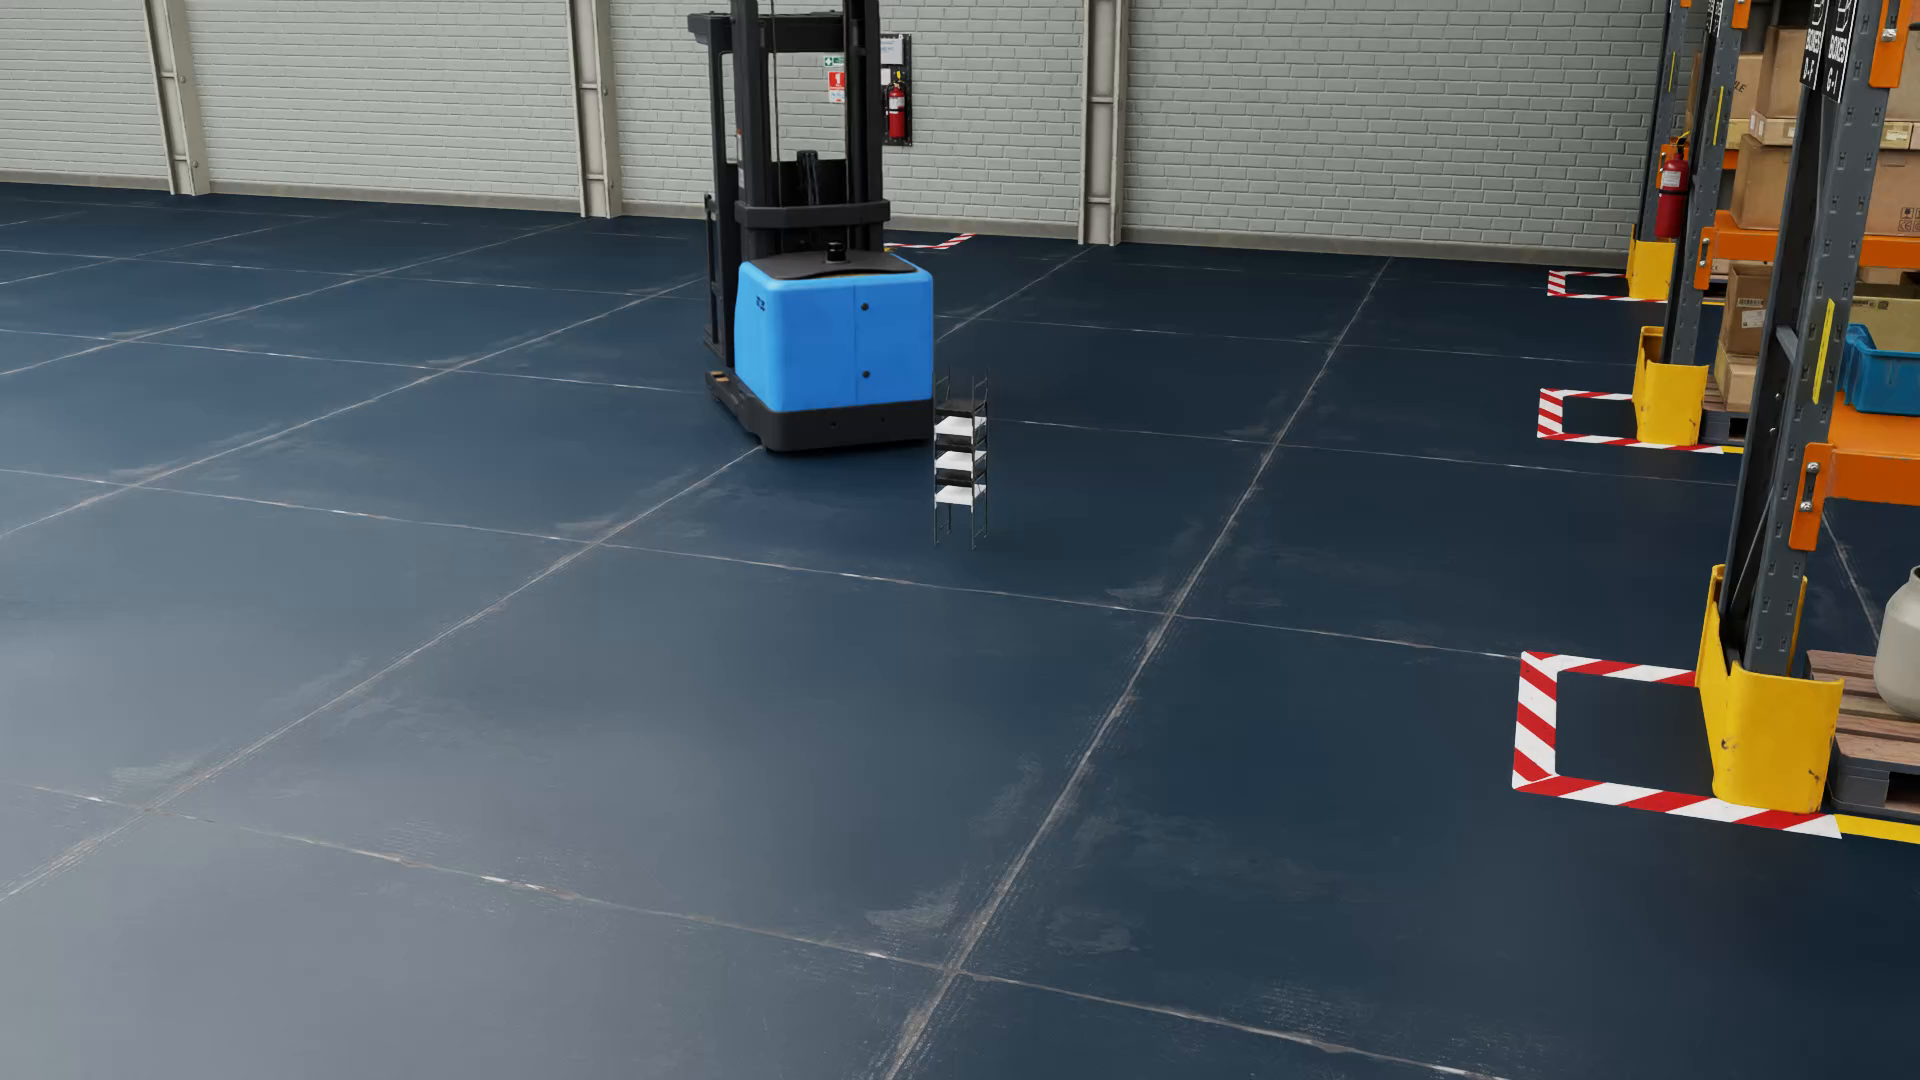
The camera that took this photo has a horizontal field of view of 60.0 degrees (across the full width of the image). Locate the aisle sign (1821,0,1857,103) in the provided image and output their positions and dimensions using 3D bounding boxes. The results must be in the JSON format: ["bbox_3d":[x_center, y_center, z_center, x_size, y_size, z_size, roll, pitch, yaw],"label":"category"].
[{"bbox_3d":[2.787,-1.788,5.199,0.004,0.787,0.394,7,20,18],"label":"aisle sign"}]

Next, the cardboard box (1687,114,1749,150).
[{"bbox_3d":[6.559,-3.511,14.289,0.500,0.250,0.500,6,20,16],"label":"cardboard box"}]

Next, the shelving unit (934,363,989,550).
[{"bbox_3d":[0.008,-0.424,8.426,0.210,0.900,0.258,7,20,18],"label":"shelving unit"}]

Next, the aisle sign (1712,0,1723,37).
[{"bbox_3d":[4.418,-3.323,9.602,0.004,0.787,0.394,7,20,18],"label":"aisle sign"}]

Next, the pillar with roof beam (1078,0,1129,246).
[{"bbox_3d":[0.067,-6.060,12.289,0.400,9.000,9.100,7,20,18],"label":"pillar with roof beam"}]

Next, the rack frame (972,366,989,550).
[{"bbox_3d":[0.104,-0.413,8.394,0.006,0.900,0.240,7,20,18],"label":"rack frame"}]

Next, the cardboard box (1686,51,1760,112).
[{"bbox_3d":[6.718,-4.032,14.644,0.500,0.500,0.500,6,20,17],"label":"cardboard box"}]

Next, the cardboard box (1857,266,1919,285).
[{"bbox_3d":[8.042,-2.492,14.298,0.500,0.500,0.700,5,20,15],"label":"cardboard box"}]

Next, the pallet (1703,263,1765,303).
[{"bbox_3d":[7.030,-2.300,14.855,1.213,0.211,1.003,7,20,18],"label":"pallet"}]

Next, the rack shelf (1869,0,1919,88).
[{"bbox_3d":[4.841,-1.504,4.871,4.000,0.370,1.077,7,20,18],"label":"rack shelf"}]

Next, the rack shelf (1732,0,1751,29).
[{"bbox_3d":[6.470,-3.044,9.288,4.000,0.370,1.077,7,20,18],"label":"rack shelf"}]

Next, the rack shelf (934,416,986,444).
[{"bbox_3d":[0.008,-0.563,8.377,0.200,0.077,0.258,7,20,18],"label":"rack shelf"}]

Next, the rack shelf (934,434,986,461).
[{"bbox_3d":[0.008,-0.478,8.407,0.200,0.077,0.258,7,20,18],"label":"rack shelf"}]

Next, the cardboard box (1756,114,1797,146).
[{"bbox_3d":[4.881,-2.428,9.846,0.250,0.149,0.380,6,20,18],"label":"cardboard box"}]

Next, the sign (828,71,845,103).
[{"bbox_3d":[-1.330,-4.953,18.174,0.234,0.329,0.001,7,20,18],"label":"sign"}]

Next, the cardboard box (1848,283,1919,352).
[{"bbox_3d":[5.487,-1.257,10.025,0.500,0.500,0.500,7,20,18],"label":"cardboard box"}]

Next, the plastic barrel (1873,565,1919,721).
[{"bbox_3d":[3.598,0.380,6.070,0.421,0.512,0.421,0,19,0],"label":"plastic barrel"}]

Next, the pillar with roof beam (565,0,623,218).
[{"bbox_3d":[-5.600,-6.708,14.148,0.400,9.000,9.100,7,20,18],"label":"pillar with roof beam"}]

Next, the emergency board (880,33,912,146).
[{"bbox_3d":[-0.842,-4.844,17.916,0.643,1.169,0.194,7,20,18],"label":"emergency board"}]

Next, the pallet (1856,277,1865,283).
[{"bbox_3d":[8.179,-2.168,14.475,1.213,0.211,1.003,7,20,18],"label":"pallet"}]

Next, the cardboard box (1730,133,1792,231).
[{"bbox_3d":[5.017,-2.176,10.110,0.500,0.500,0.700,7,20,18],"label":"cardboard box"}]

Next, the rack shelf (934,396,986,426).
[{"bbox_3d":[0.008,-0.648,8.348,0.200,0.077,0.258,7,20,18],"label":"rack shelf"}]

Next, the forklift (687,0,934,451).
[{"bbox_3d":[-1.113,-2.359,10.890,1.130,2.935,3.031,-7,20,-18],"label":"forklift"}]

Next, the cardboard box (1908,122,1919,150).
[{"bbox_3d":[5.604,-2.345,9.608,0.250,0.149,0.380,6,20,17],"label":"cardboard box"}]

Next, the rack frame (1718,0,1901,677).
[{"bbox_3d":[2.952,-0.644,5.866,0.127,3.000,1.000,7,20,18],"label":"rack frame"}]

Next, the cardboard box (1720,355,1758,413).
[{"bbox_3d":[5.014,-0.956,10.302,0.500,0.250,0.500,7,20,18],"label":"cardboard box"}]

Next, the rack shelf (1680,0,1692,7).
[{"bbox_3d":[8.092,-4.585,13.707,4.000,0.370,1.077,7,20,18],"label":"rack shelf"}]

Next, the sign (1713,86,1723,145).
[{"bbox_3d":[4.393,-2.458,9.634,0.005,0.325,0.100,7,20,18],"label":"sign"}]

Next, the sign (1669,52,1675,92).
[{"bbox_3d":[6.025,-3.964,14.076,0.005,0.325,0.100,7,20,18],"label":"sign"}]

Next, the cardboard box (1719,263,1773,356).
[{"bbox_3d":[5.185,-1.472,10.642,0.500,0.500,0.500,7,20,18],"label":"cardboard box"}]

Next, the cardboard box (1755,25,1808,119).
[{"bbox_3d":[5.067,-2.783,9.880,0.500,0.500,0.700,7,20,18],"label":"cardboard box"}]

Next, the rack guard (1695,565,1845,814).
[{"bbox_3d":[3.039,0.530,6.295,0.348,0.500,1.175,7,20,18],"label":"rack guard"}]

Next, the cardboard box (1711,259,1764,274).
[{"bbox_3d":[6.827,-2.559,14.778,0.500,0.311,0.500,4,20,12],"label":"cardboard box"}]

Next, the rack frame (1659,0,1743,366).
[{"bbox_3d":[4.581,-2.183,10.283,0.127,3.000,1.000,7,20,18],"label":"rack frame"}]
